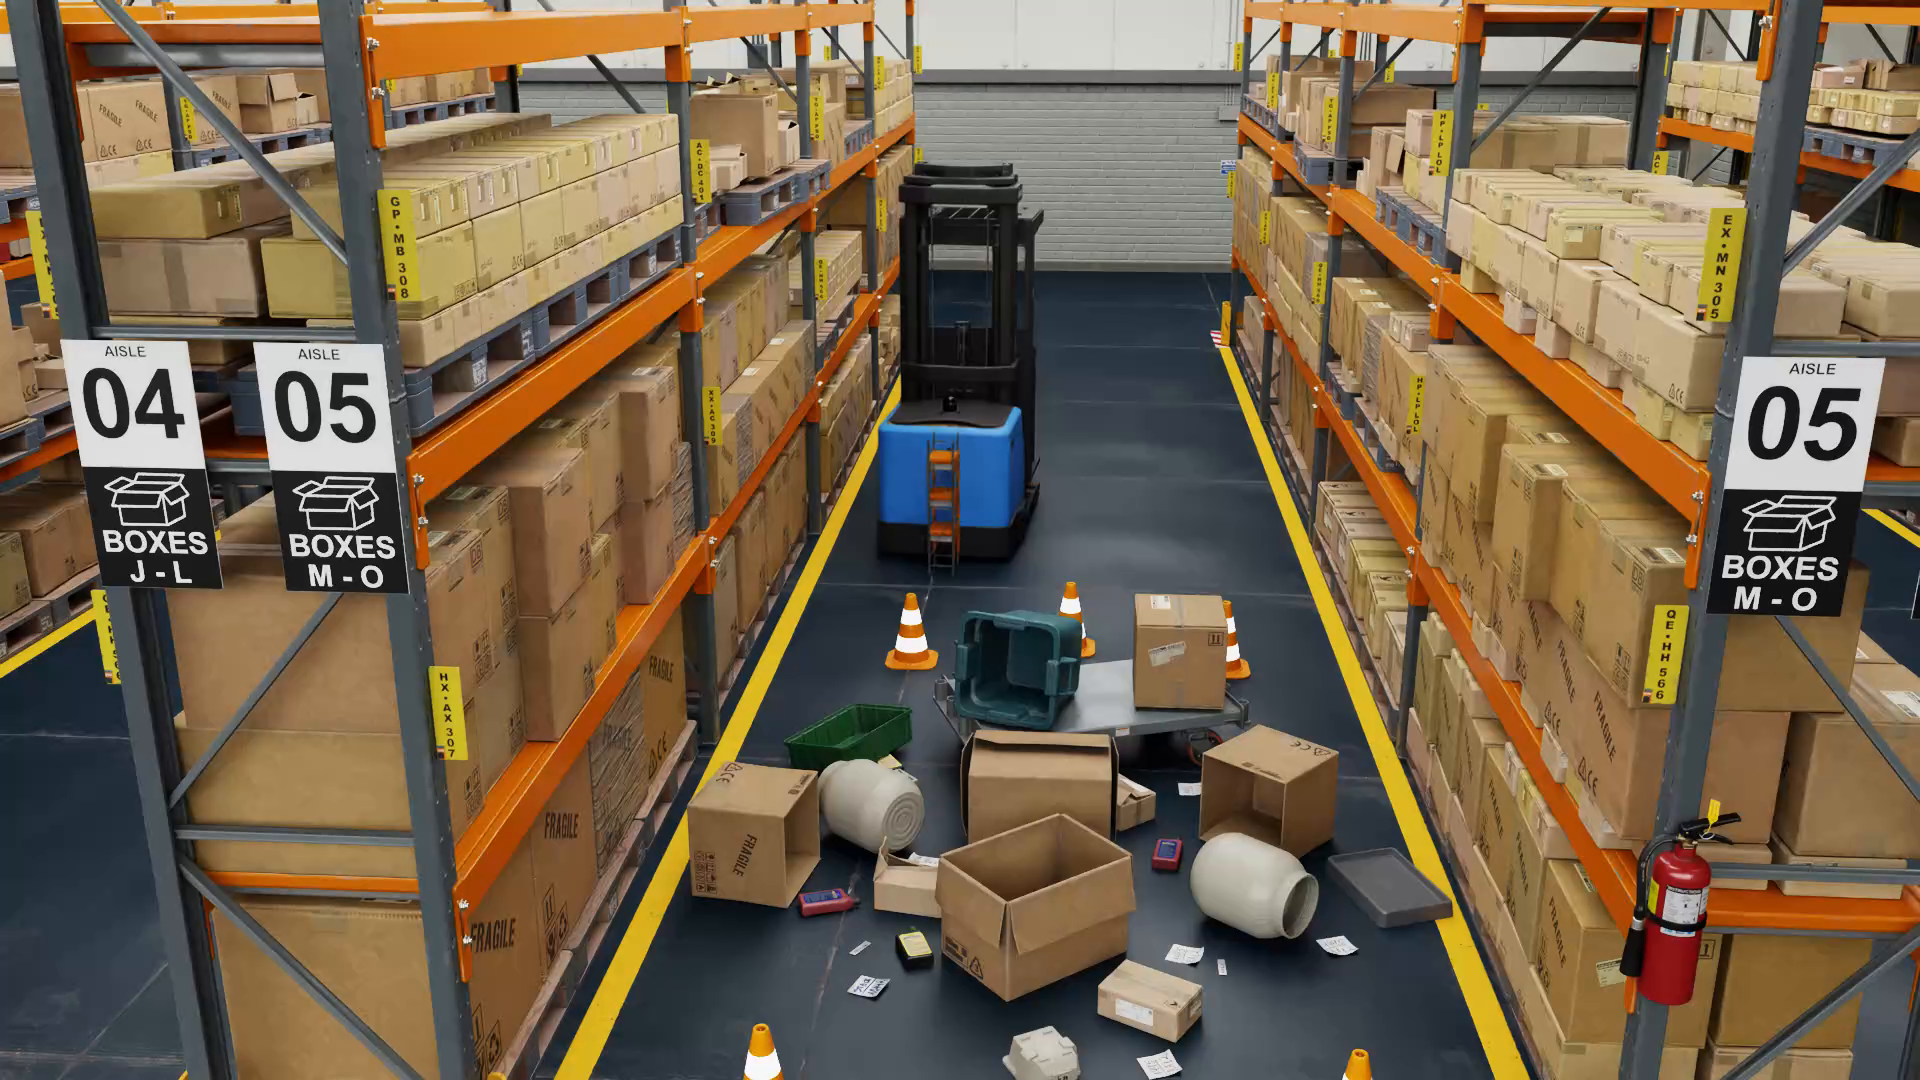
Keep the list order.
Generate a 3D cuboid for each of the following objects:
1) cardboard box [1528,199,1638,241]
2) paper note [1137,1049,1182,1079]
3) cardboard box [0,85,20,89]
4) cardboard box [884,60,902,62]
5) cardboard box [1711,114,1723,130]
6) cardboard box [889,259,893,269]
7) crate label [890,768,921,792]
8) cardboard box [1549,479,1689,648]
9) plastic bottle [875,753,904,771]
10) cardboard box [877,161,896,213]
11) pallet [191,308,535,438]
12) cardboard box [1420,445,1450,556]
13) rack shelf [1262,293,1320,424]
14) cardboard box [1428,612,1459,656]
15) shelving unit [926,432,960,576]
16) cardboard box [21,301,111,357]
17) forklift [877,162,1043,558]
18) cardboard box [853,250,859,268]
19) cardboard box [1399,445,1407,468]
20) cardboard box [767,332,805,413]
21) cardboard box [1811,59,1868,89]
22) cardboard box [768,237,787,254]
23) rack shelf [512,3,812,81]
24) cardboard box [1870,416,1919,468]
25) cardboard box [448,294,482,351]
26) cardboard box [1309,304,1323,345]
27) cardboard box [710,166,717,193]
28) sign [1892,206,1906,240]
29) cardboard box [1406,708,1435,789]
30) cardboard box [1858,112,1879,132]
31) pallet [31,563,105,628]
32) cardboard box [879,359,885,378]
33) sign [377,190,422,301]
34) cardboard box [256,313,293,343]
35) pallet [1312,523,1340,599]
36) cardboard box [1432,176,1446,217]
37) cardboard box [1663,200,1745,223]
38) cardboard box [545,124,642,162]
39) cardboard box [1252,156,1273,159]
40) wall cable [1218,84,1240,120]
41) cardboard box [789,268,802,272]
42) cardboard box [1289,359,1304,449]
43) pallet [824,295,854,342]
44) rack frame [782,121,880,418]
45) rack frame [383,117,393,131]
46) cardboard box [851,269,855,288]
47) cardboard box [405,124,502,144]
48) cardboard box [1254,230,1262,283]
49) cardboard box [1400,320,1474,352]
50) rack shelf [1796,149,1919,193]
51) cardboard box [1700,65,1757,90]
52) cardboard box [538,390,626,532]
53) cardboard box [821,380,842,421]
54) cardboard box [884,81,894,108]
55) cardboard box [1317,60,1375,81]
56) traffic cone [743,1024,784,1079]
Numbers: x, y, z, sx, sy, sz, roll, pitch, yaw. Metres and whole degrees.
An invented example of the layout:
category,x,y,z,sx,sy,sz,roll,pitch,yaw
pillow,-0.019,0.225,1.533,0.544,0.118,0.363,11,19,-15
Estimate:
category,x,y,z,sx,sy,sz,roll,pitch,yaw
cardboard box,2.638,-1.356,7.049,0.380,0.149,0.250,1,18,3
paper note,0.820,2.148,6.818,0.148,0.019,0.142,-5,19,-15
cardboard box,-6.903,-3.044,12.113,0.500,0.500,0.500,1,18,4
cardboard box,-0.884,-5.570,19.584,0.380,0.149,0.250,2,18,5
cardboard box,8.375,-4.523,17.995,0.380,0.149,0.250,1,18,4
cardboard box,-0.954,-3.102,18.477,0.380,0.149,0.250,2,18,6
crate label,-0.370,1.358,9.060,0.298,0.136,0.250,-13,22,-34
cardboard box,2.601,0.091,6.085,0.700,0.500,0.500,1,18,4
plastic bottle,-0.434,1.270,9.450,0.133,0.061,0.283,-9,20,-25
cardboard box,-0.982,-3.847,18.101,0.500,0.500,0.500,2,18,5
pallet,-2.164,-0.618,5.816,1.003,0.211,1.213,1,18,4
cardboard box,2.715,-0.226,8.656,0.500,0.500,0.500,1,18,4
rack shelf,3.455,-1.689,14.915,1.077,0.370,4.000,1,18,4
cardboard box,2.644,0.490,8.606,0.380,0.149,0.250,2,18,5
shelving unit,-0.124,-0.271,12.564,0.215,1.050,0.252,3,18,8
cardboard box,-6.512,-1.534,12.451,0.700,0.500,0.500,4,19,12
forklift,0.093,-1.674,13.823,1.130,2.935,3.031,3,18,8
cardboard box,-1.196,-2.743,16.227,0.380,0.149,0.250,1,18,4
cardboard box,2.823,-0.495,9.845,0.380,0.149,0.250,1,18,2
cardboard box,-1.435,-1.235,12.215,0.500,0.500,0.500,1,18,4
cardboard box,8.180,-4.348,15.482,0.396,0.266,0.258,1,18,3
cardboard box,-1.868,-2.815,15.972,0.380,0.149,0.250,1,18,4
rack shelf,-1.777,-3.186,10.493,1.077,0.370,4.000,1,18,4
cardboard box,3.086,-0.327,5.189,0.380,0.149,0.250,1,18,4
cardboard box,-1.845,-0.736,5.602,0.380,0.149,0.250,1,18,4
cardboard box,3.093,-1.732,13.329,0.500,0.250,0.500,1,18,4
cardboard box,-1.598,-2.116,9.814,0.250,0.149,0.380,1,18,4
sign,9.103,-3.081,16.149,0.100,0.325,0.005,1,18,4
cardboard box,2.713,1.117,8.938,0.500,0.250,0.500,0,18,1
cardboard box,8.033,-3.615,14.391,0.380,0.149,0.250,2,18,5
pallet,-6.721,0.315,12.123,1.003,0.211,1.213,1,18,4
cardboard box,-1.001,-1.822,17.594,0.380,0.149,0.250,2,18,6
sign,-1.653,-0.868,4.907,0.100,0.325,0.005,1,18,4
cardboard box,-2.502,-0.746,5.634,0.380,0.149,0.250,1,18,4
pallet,3.254,0.158,12.601,1.003,0.211,1.213,1,18,4
cardboard box,2.922,-1.905,9.170,0.500,0.250,0.500,1,18,3
cardboard box,3.194,-1.344,7.014,0.380,0.149,0.250,1,18,5
cardboard box,-1.683,-1.824,7.641,0.380,0.149,0.250,2,18,5
cardboard box,3.476,-4.218,18.671,0.380,0.149,0.250,1,18,4
wall cable,4.266,-6.144,25.673,0.585,1.953,0.123,1,18,4
cardboard box,-1.349,-2.233,14.193,0.380,0.149,0.250,1,18,2
cardboard box,3.577,-1.367,15.514,0.875,0.875,0.875,2,18,6
pallet,-1.532,-2.013,15.058,1.003,0.211,1.213,1,18,4
rack frame,-1.346,-2.731,16.940,1.000,3.000,0.127,1,18,4
rack frame,-6.286,-2.873,17.374,1.000,3.000,0.127,1,18,4
cardboard box,-1.215,-2.525,16.041,0.380,0.149,0.250,1,18,4
cardboard box,-2.339,-1.836,7.680,0.380,0.149,0.250,1,18,3
cardboard box,3.408,-3.009,17.628,0.500,0.500,0.500,1,18,3
cardboard box,2.869,-1.227,9.995,0.380,0.149,0.250,1,18,2
rack shelf,8.406,-3.005,14.113,1.077,0.370,4.000,1,18,4
cardboard box,8.476,-5.071,18.226,0.500,0.250,0.500,1,18,3
cardboard box,-2.080,-0.379,7.787,0.875,0.550,0.550,1,18,4
cardboard box,-1.306,-1.223,14.473,0.500,0.250,0.500,1,18,3
cardboard box,-0.982,-4.777,17.806,0.500,0.250,0.500,2,18,5
cardboard box,3.850,-4.550,16.678,0.500,0.500,0.500,2,18,5
traffic cone,-0.752,2.068,6.368,0.336,0.463,0.334,1,18,4
